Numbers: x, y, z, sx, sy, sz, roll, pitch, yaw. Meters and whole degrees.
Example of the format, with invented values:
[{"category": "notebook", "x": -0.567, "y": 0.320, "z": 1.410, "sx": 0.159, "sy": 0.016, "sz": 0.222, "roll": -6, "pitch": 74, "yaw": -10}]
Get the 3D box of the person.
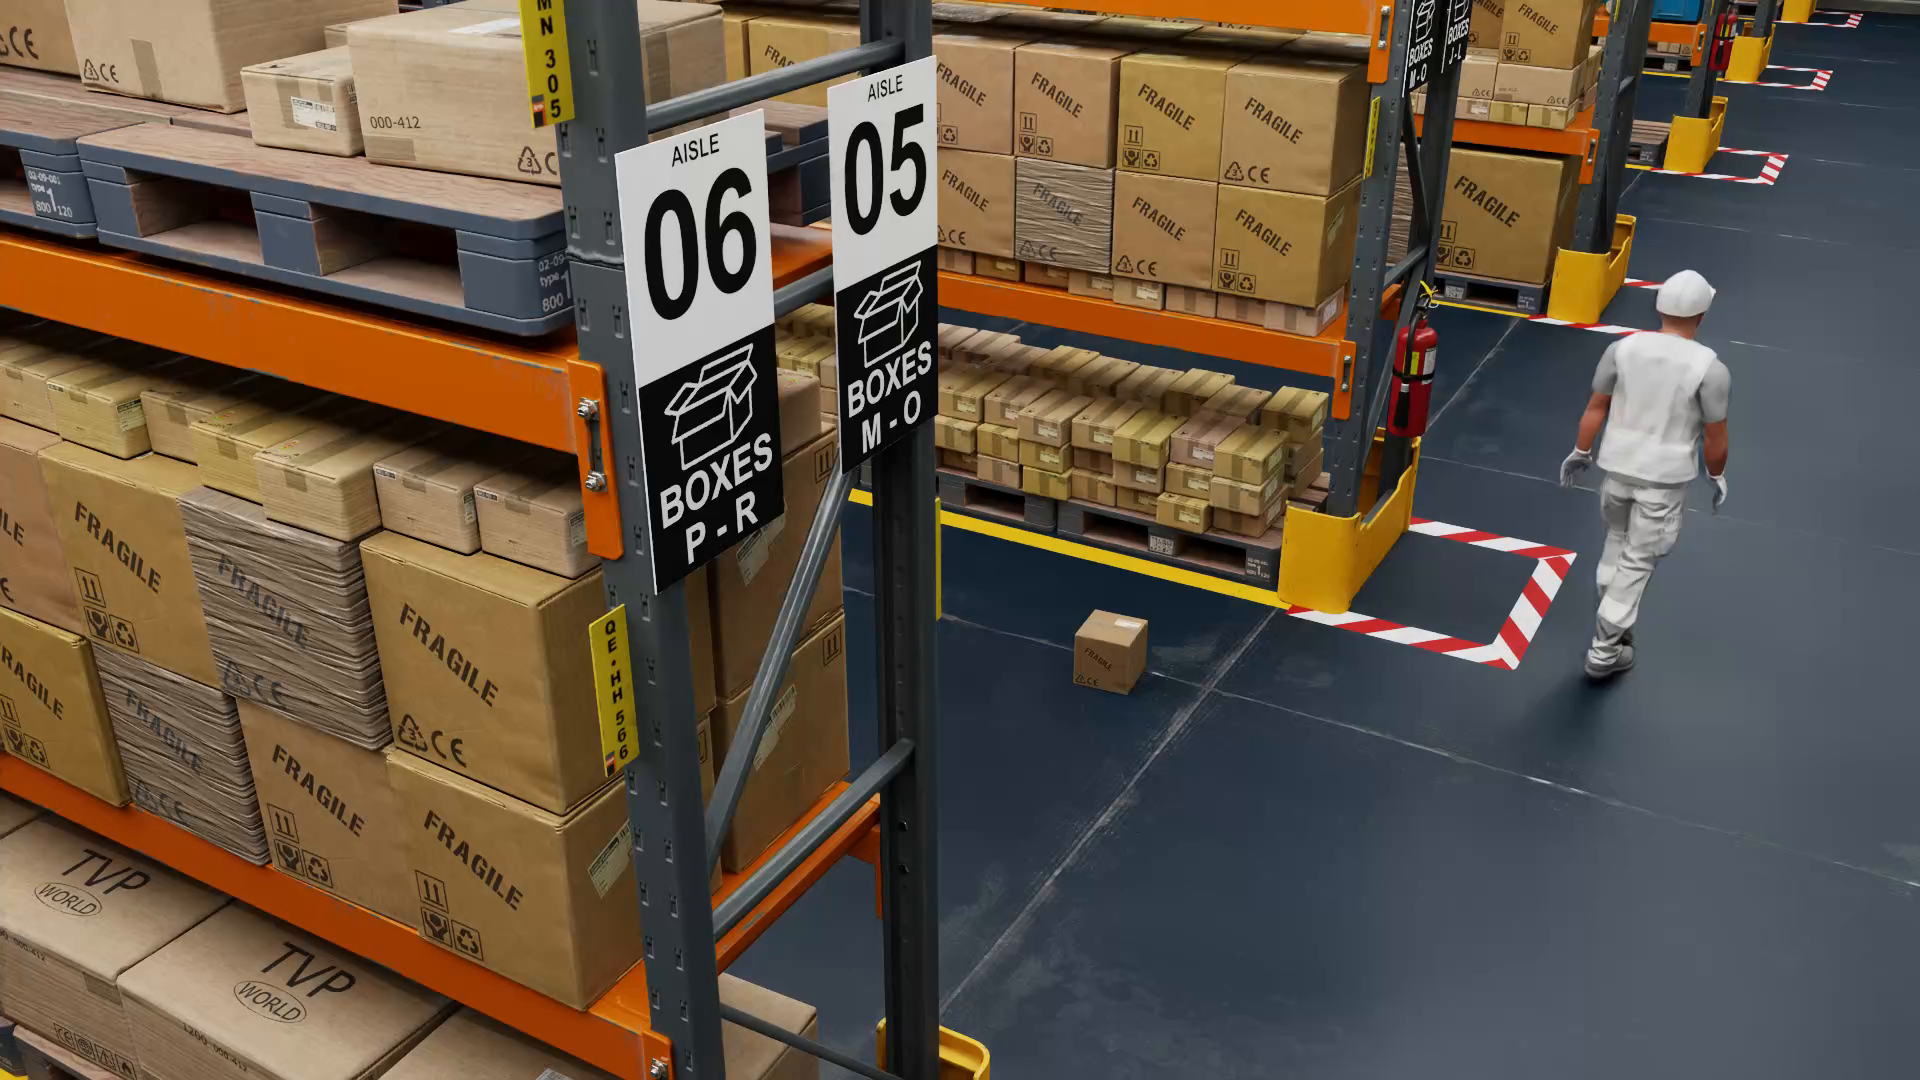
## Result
[{"category": "person", "x": 2.919, "y": -0.265, "z": 7.140, "sx": 0.657, "sy": 1.837, "sz": 0.615, "roll": 20, "pitch": 32, "yaw": 34}]
